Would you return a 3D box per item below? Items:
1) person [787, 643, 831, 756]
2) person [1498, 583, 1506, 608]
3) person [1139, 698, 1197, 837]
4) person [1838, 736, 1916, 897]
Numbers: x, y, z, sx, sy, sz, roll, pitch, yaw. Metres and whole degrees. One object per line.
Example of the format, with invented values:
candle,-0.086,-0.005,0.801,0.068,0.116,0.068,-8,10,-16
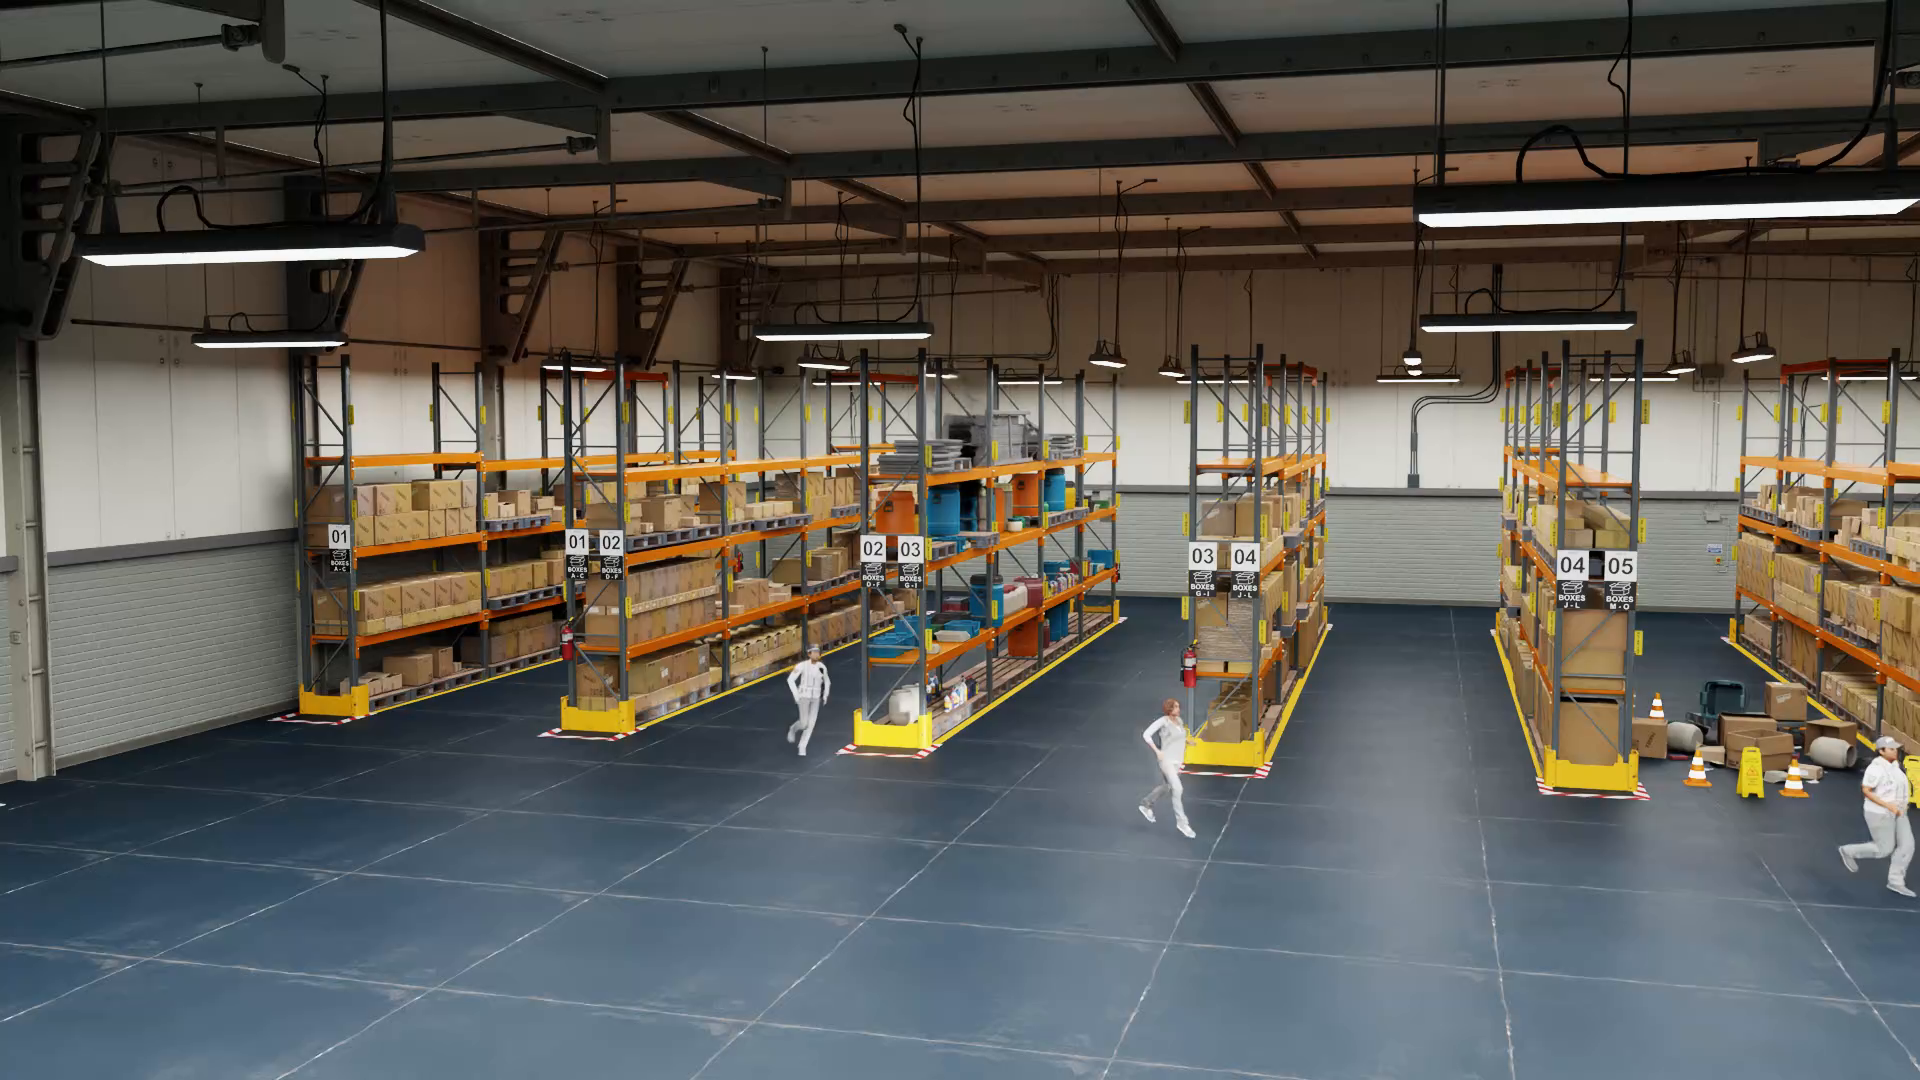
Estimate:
person,-2.213,2.338,24.696,0.659,1.624,0.600,-2,5,-24
person,12.908,1.277,39.222,0.569,1.639,0.718,3,5,34
person,2.504,2.695,19.987,0.841,1.623,0.535,3,6,39
person,9.762,2.888,17.553,0.616,1.651,0.708,-3,5,-32
